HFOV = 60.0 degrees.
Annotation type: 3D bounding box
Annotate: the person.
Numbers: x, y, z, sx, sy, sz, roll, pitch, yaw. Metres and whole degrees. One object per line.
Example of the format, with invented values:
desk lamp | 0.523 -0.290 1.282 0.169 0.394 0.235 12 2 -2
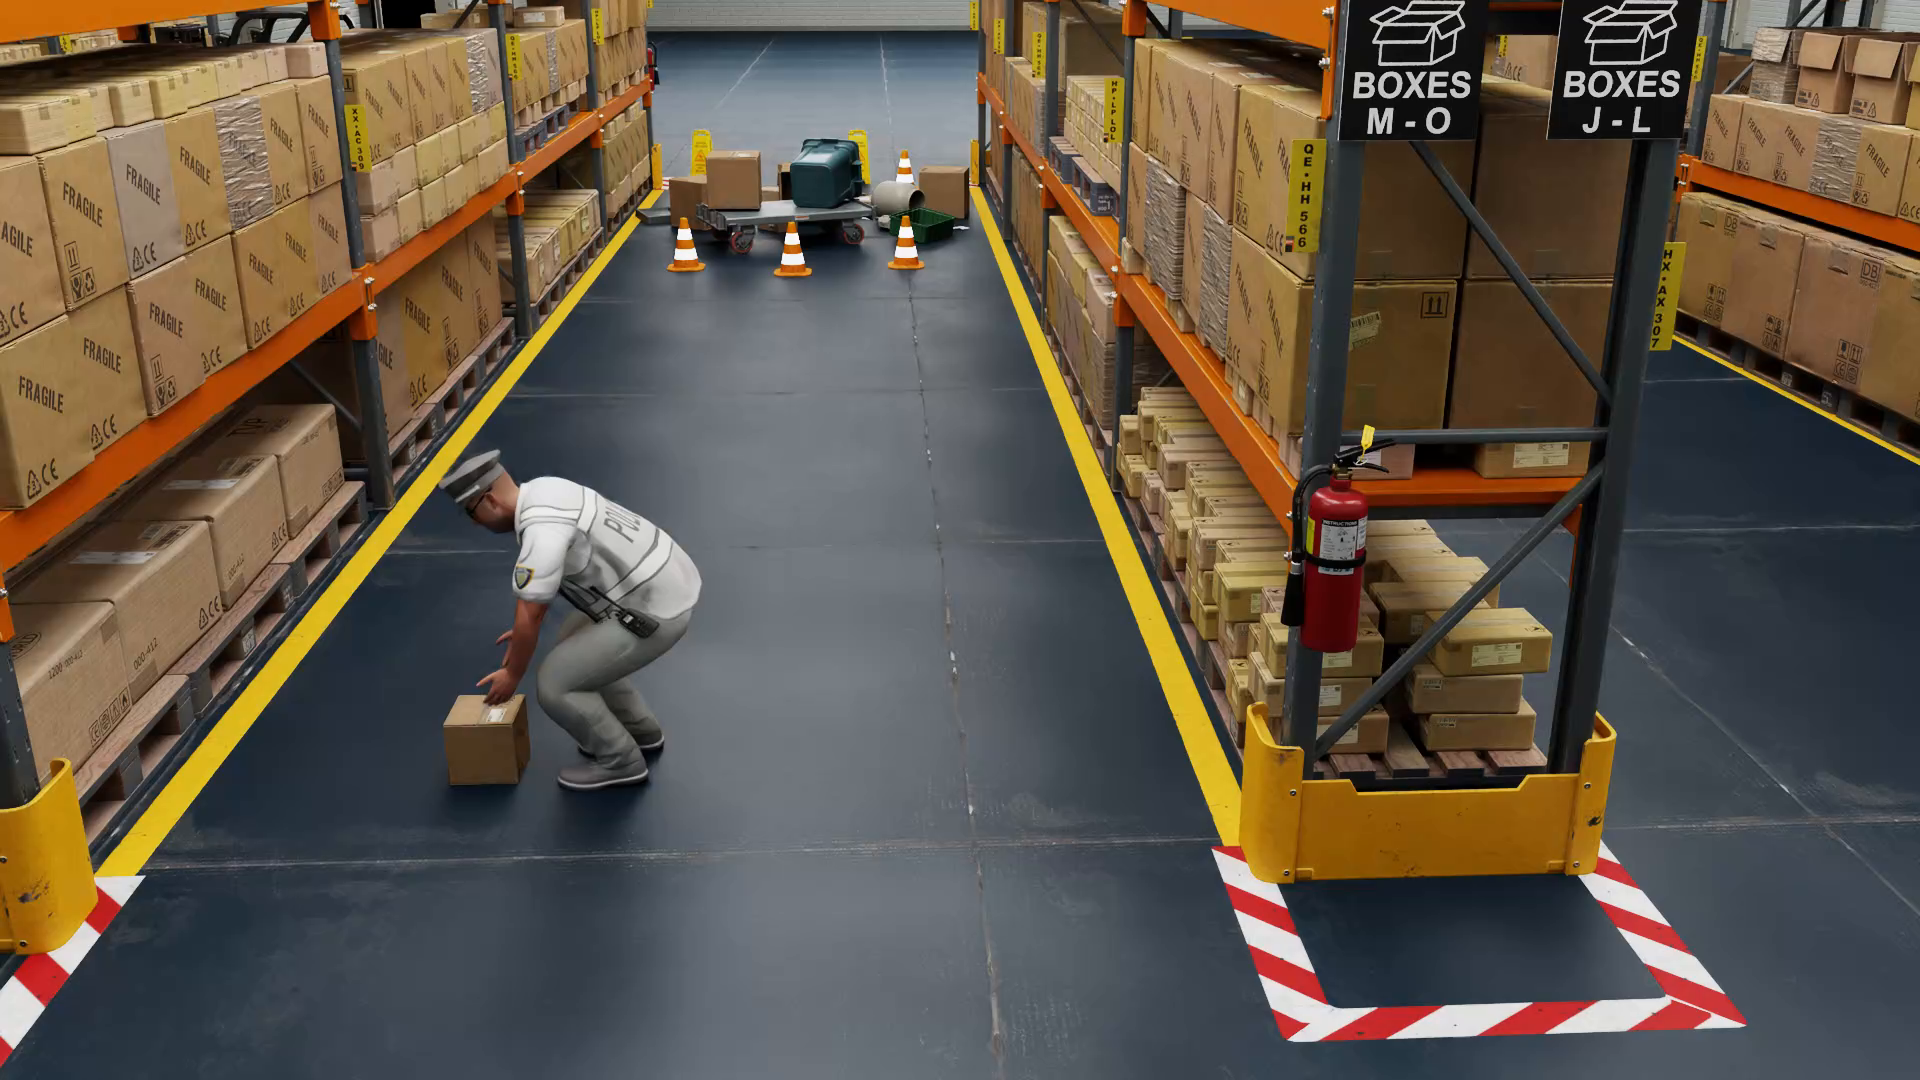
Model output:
person | -1.383 0.277 6.030 0.879 1.262 0.583 -1 20 -3
